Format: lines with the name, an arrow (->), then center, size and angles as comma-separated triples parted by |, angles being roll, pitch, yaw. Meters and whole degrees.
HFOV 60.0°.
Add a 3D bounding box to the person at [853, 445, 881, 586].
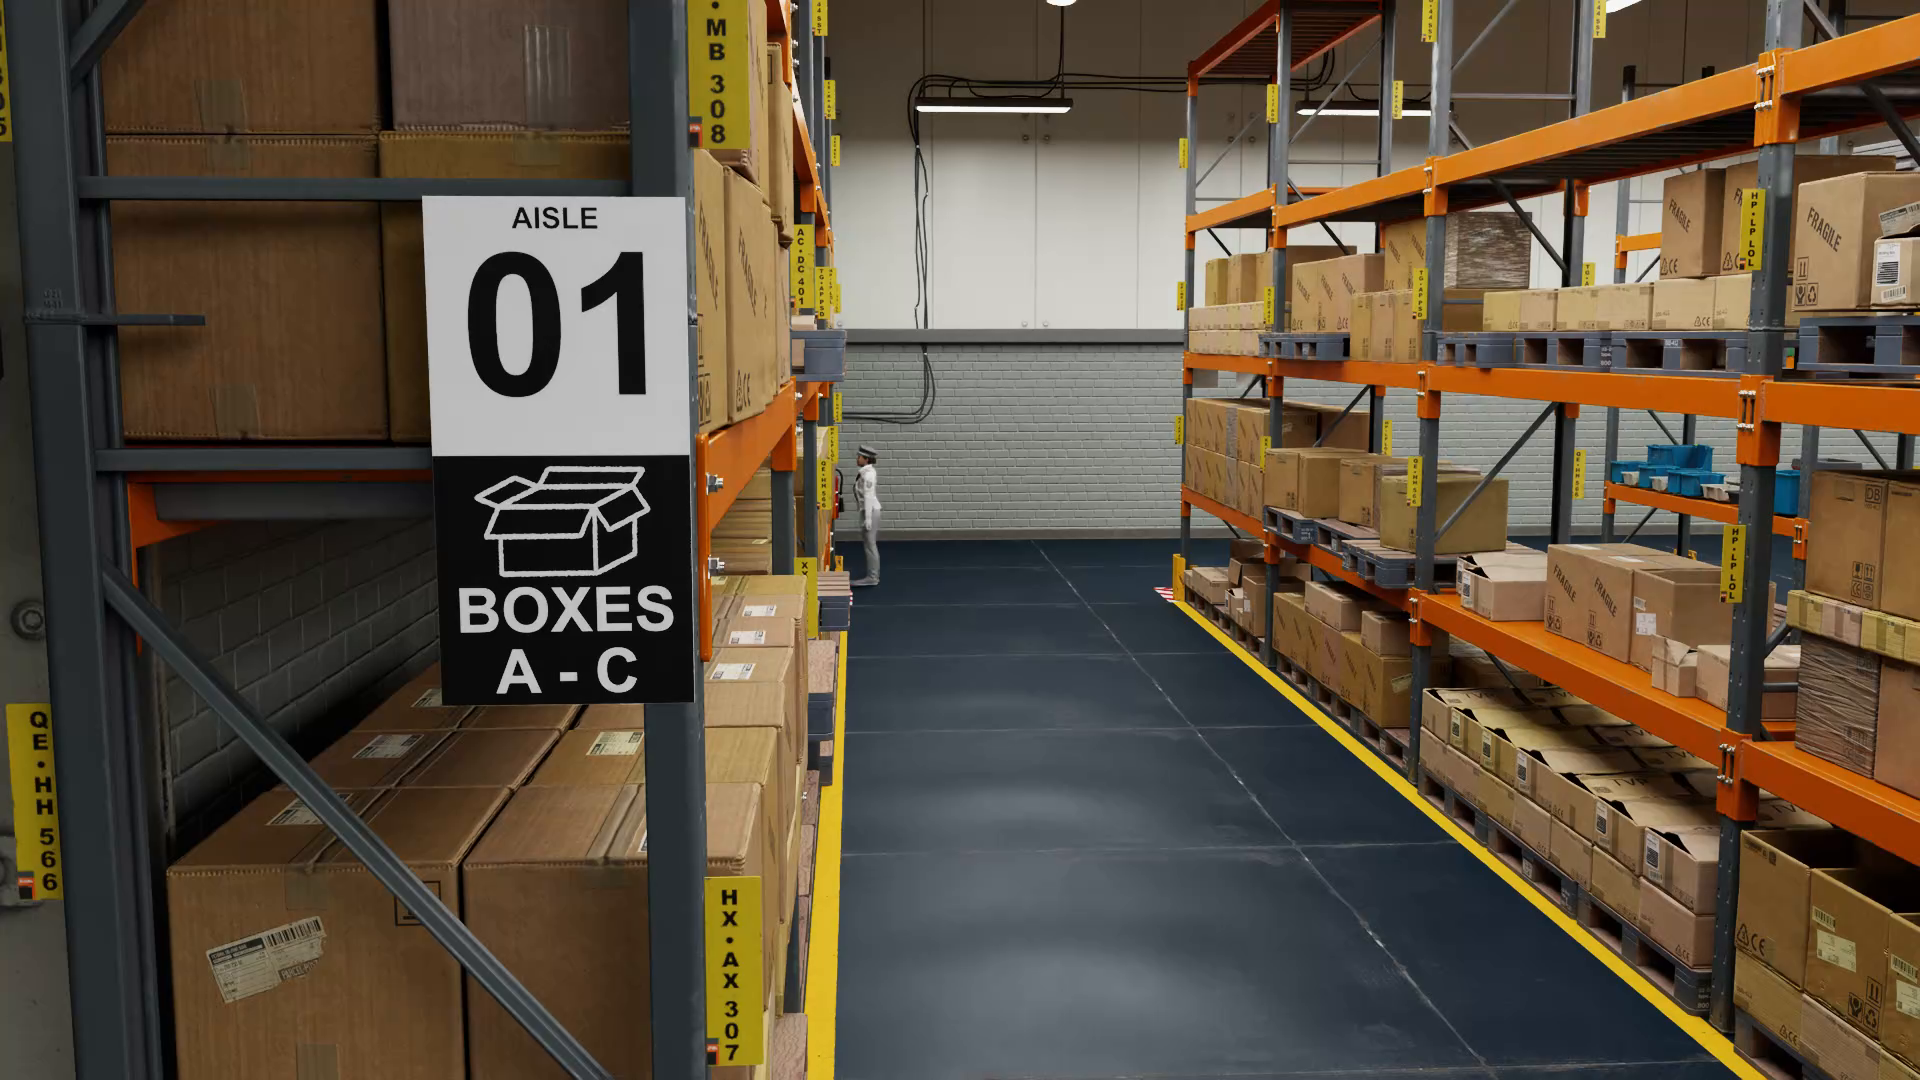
person -> -1.126, -0.300, 19.923 | 0.354, 1.695, 0.534 | -1, 7, -12
